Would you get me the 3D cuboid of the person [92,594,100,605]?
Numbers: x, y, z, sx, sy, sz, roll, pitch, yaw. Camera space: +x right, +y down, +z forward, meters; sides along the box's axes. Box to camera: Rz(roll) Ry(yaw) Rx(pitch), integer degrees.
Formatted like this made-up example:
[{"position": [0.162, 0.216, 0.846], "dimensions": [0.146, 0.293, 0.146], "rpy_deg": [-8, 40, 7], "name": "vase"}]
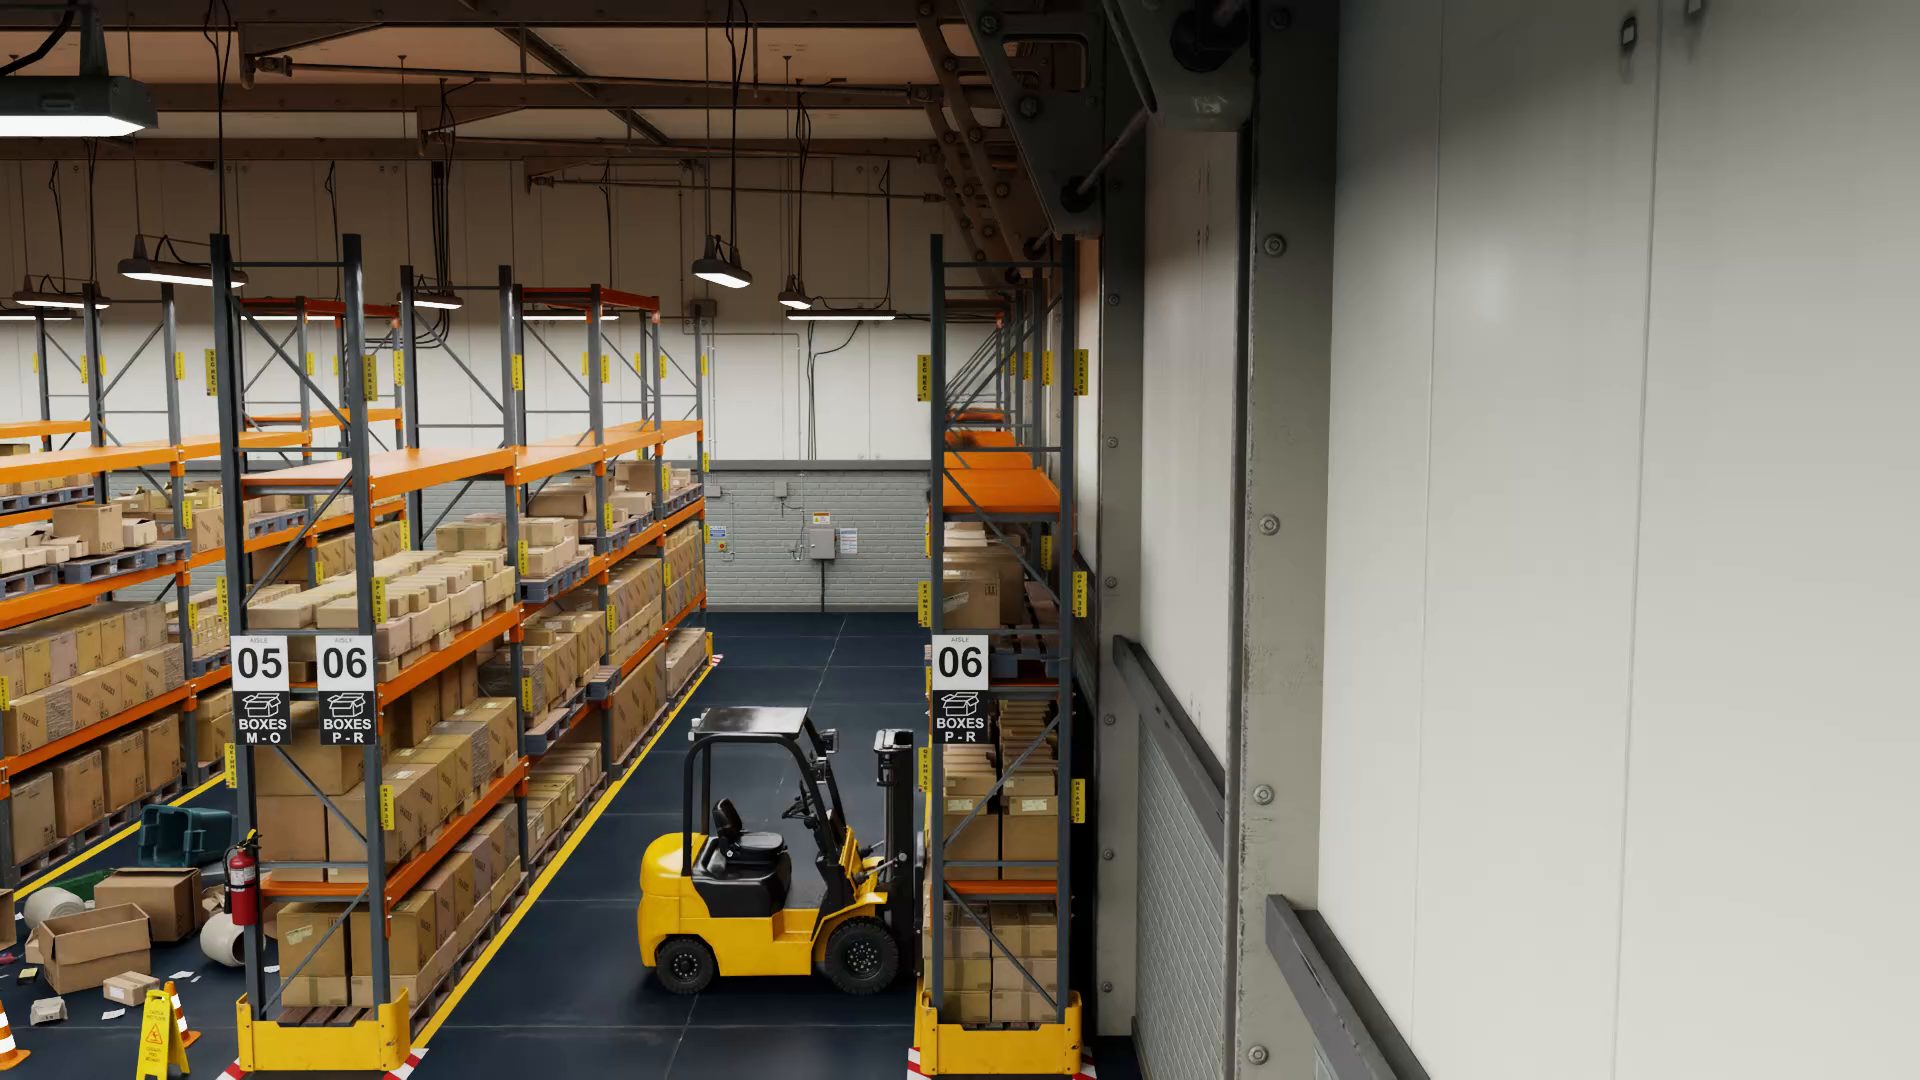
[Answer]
[{"position": [-12.837, 1.540, 25.046], "dimensions": [0.646, 1.755, 0.886], "rpy_deg": [0, 6, -3], "name": "person"}]
